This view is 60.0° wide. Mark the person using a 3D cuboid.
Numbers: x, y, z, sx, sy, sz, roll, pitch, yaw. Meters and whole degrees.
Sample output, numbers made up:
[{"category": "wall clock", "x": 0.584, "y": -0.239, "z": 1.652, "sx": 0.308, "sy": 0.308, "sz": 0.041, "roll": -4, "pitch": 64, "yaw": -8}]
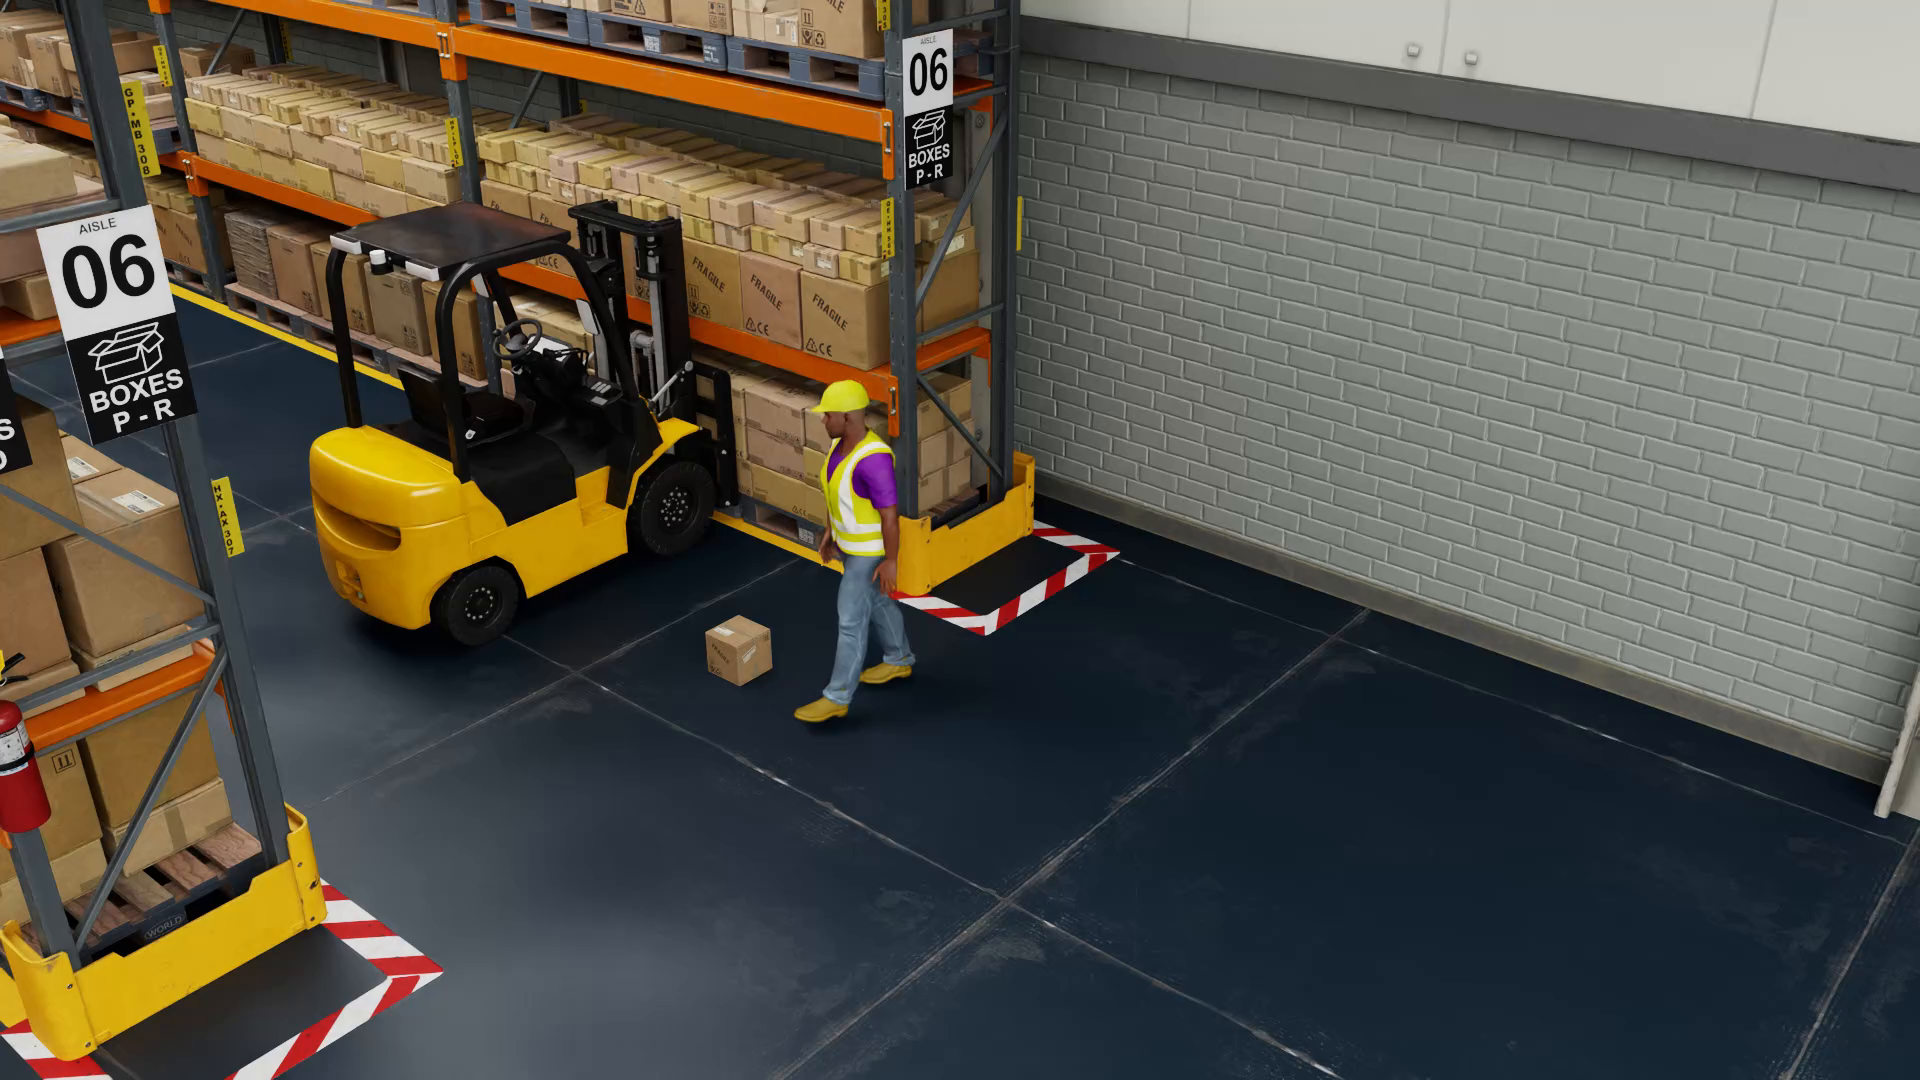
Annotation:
[{"category": "person", "x": -0.583, "y": 0.043, "z": 8.480, "sx": 0.756, "sy": 1.745, "sz": 0.526, "roll": -11, "pitch": 29, "yaw": -20}]
